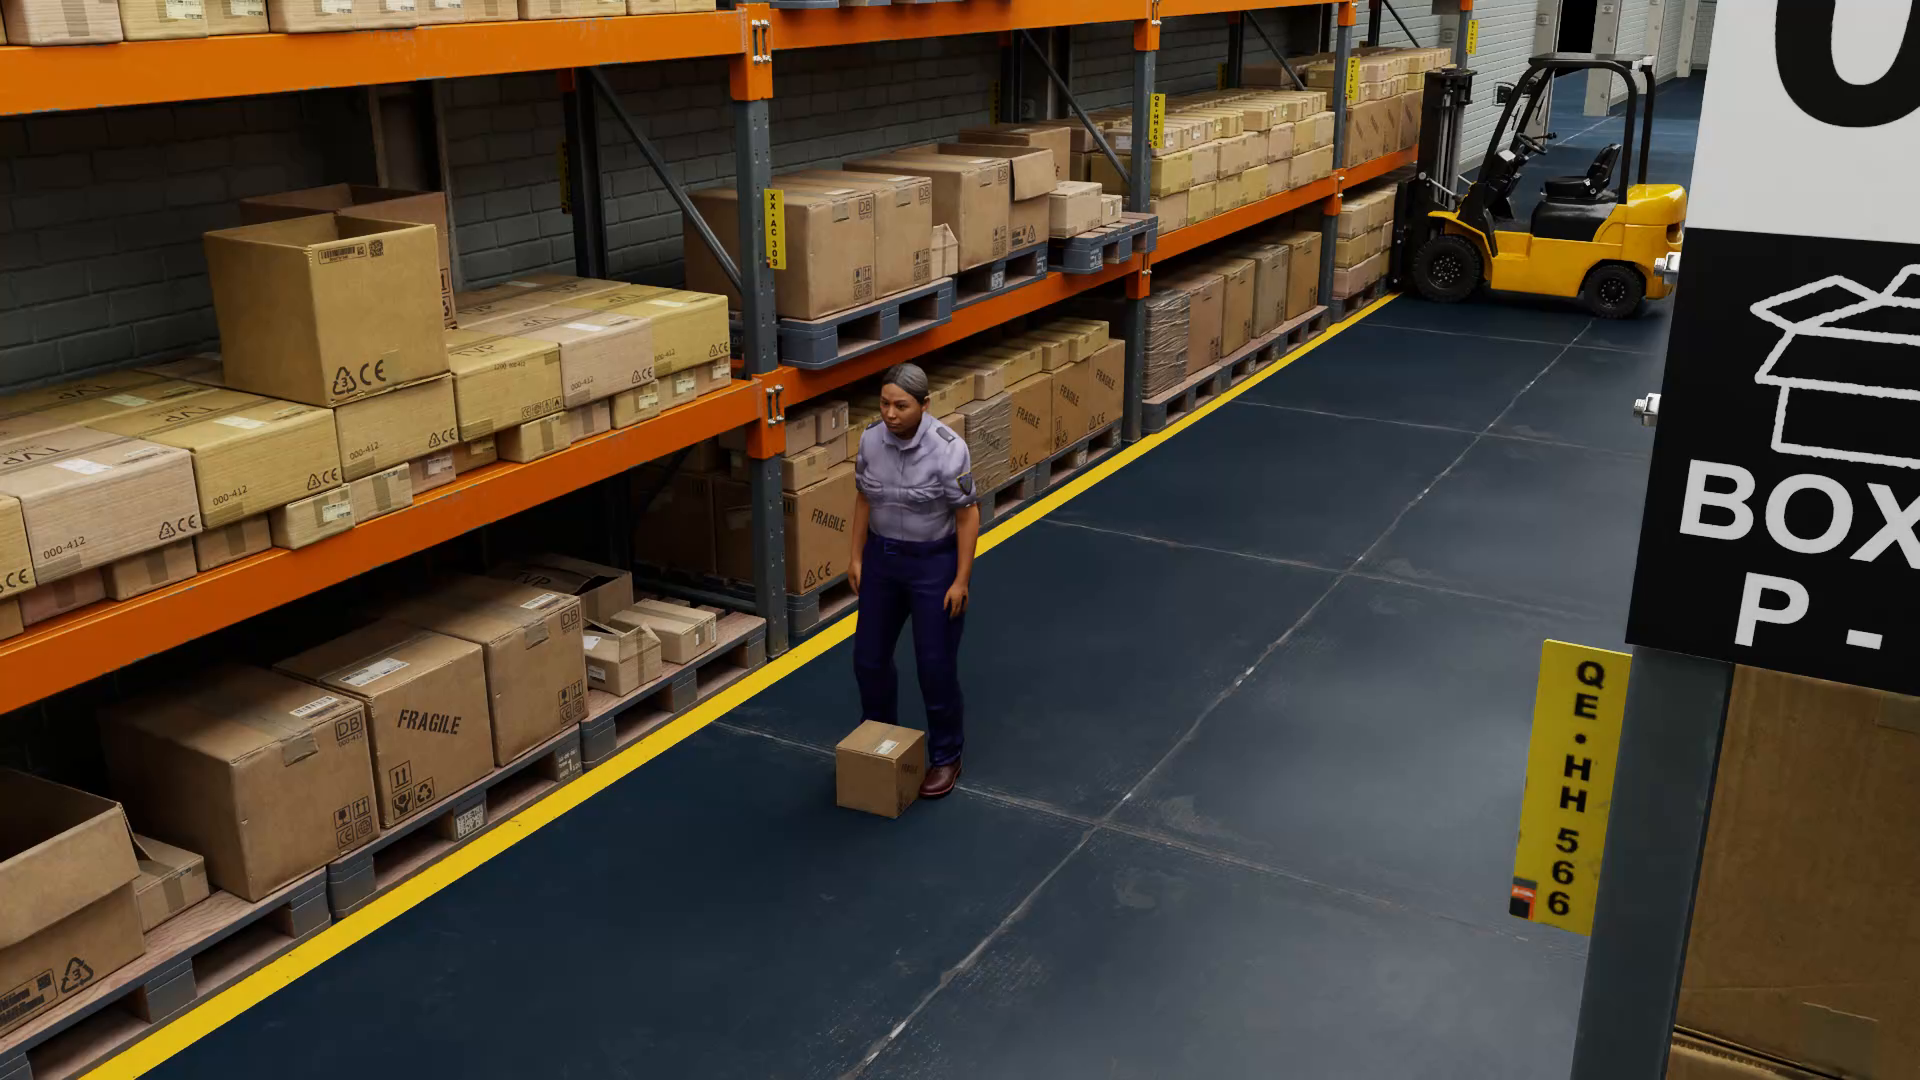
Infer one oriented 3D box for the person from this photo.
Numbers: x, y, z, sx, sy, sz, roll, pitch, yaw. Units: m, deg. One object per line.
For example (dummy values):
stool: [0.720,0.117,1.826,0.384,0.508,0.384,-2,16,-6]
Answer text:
person: [-0.187,0.135,6.224,0.537,1.637,0.372,10,22,27]
